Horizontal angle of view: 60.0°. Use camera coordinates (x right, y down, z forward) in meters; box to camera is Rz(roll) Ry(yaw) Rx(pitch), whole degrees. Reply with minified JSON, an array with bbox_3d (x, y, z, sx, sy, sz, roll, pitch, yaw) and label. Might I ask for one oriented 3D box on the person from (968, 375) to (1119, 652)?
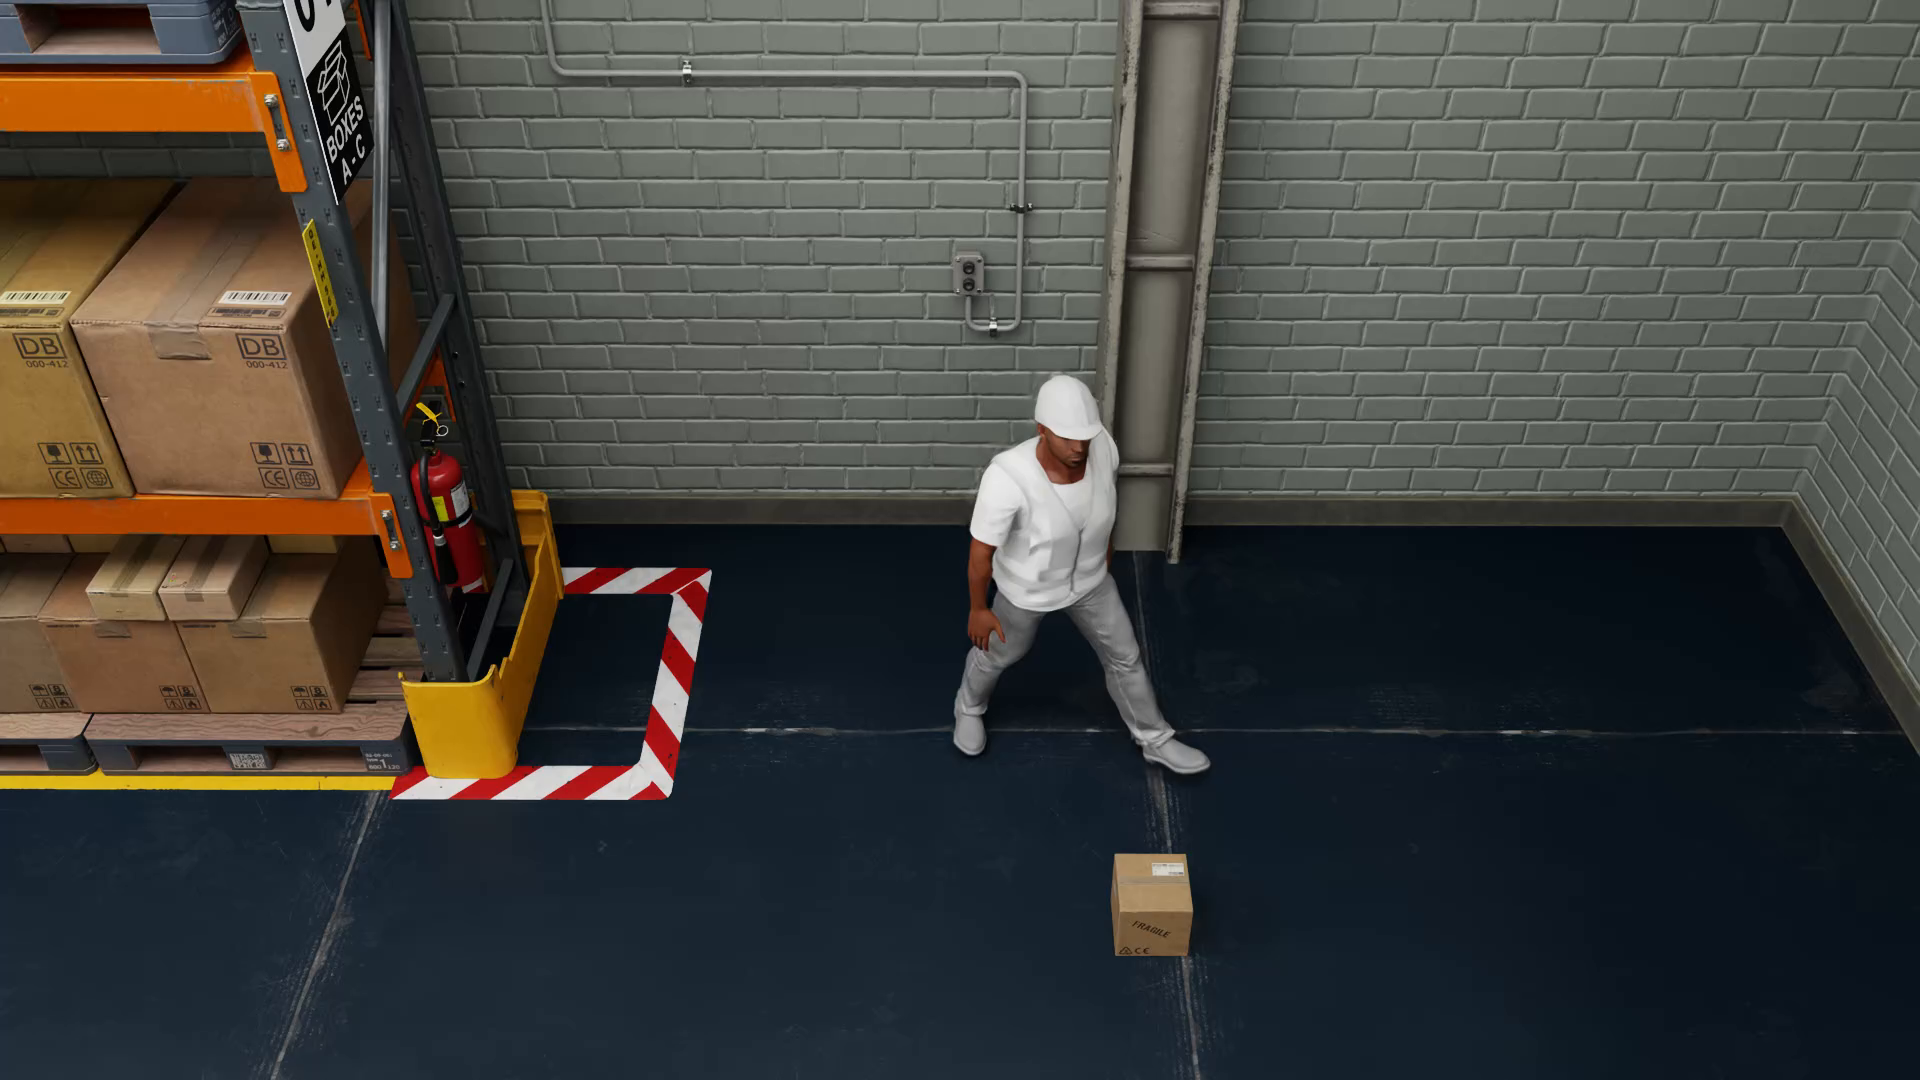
[{"bbox_3d":[0.330,-0.110,5.748,0.680,1.062,0.388,-19,43,-22],"label":"person"}]
